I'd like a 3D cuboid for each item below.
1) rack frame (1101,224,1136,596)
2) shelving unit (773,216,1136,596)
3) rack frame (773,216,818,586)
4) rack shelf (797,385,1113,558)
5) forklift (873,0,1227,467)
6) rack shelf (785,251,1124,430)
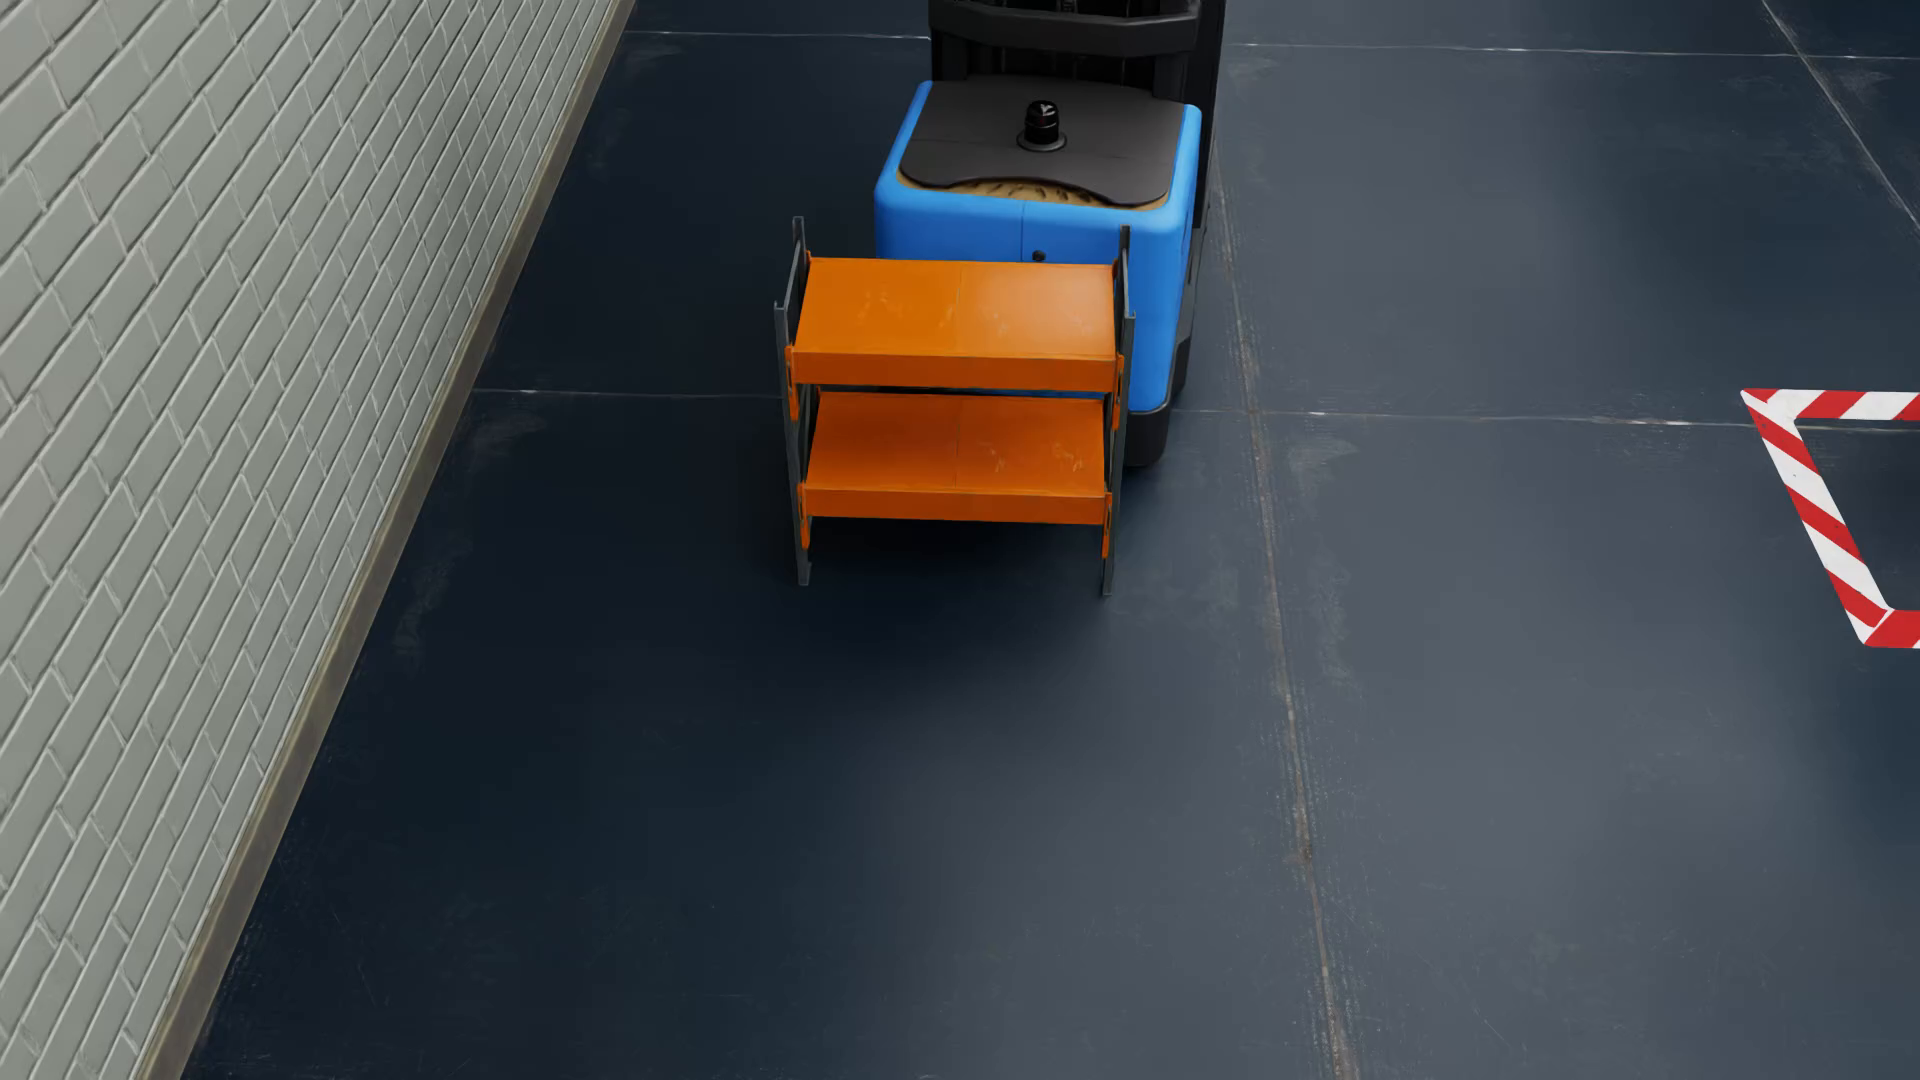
[{"bbox_3d":[0.501,-0.396,5.350,0.032,1.125,0.500,2,43,2],"label":"rack frame"},{"bbox_3d":[-0.007,-0.412,5.367,1.048,1.125,0.538,2,43,2],"label":"shelving unit"},{"bbox_3d":[-0.515,-0.427,5.384,0.032,1.125,0.500,2,43,2],"label":"rack frame"},{"bbox_3d":[-0.007,-0.233,5.533,1.000,0.278,0.538,2,43,2],"label":"rack shelf"},{"bbox_3d":[0.479,-2.348,6.120,1.130,2.935,3.031,7,43,8],"label":"forklift"},{"bbox_3d":[-0.007,-0.626,5.167,1.000,0.278,0.538,2,43,2],"label":"rack shelf"}]
